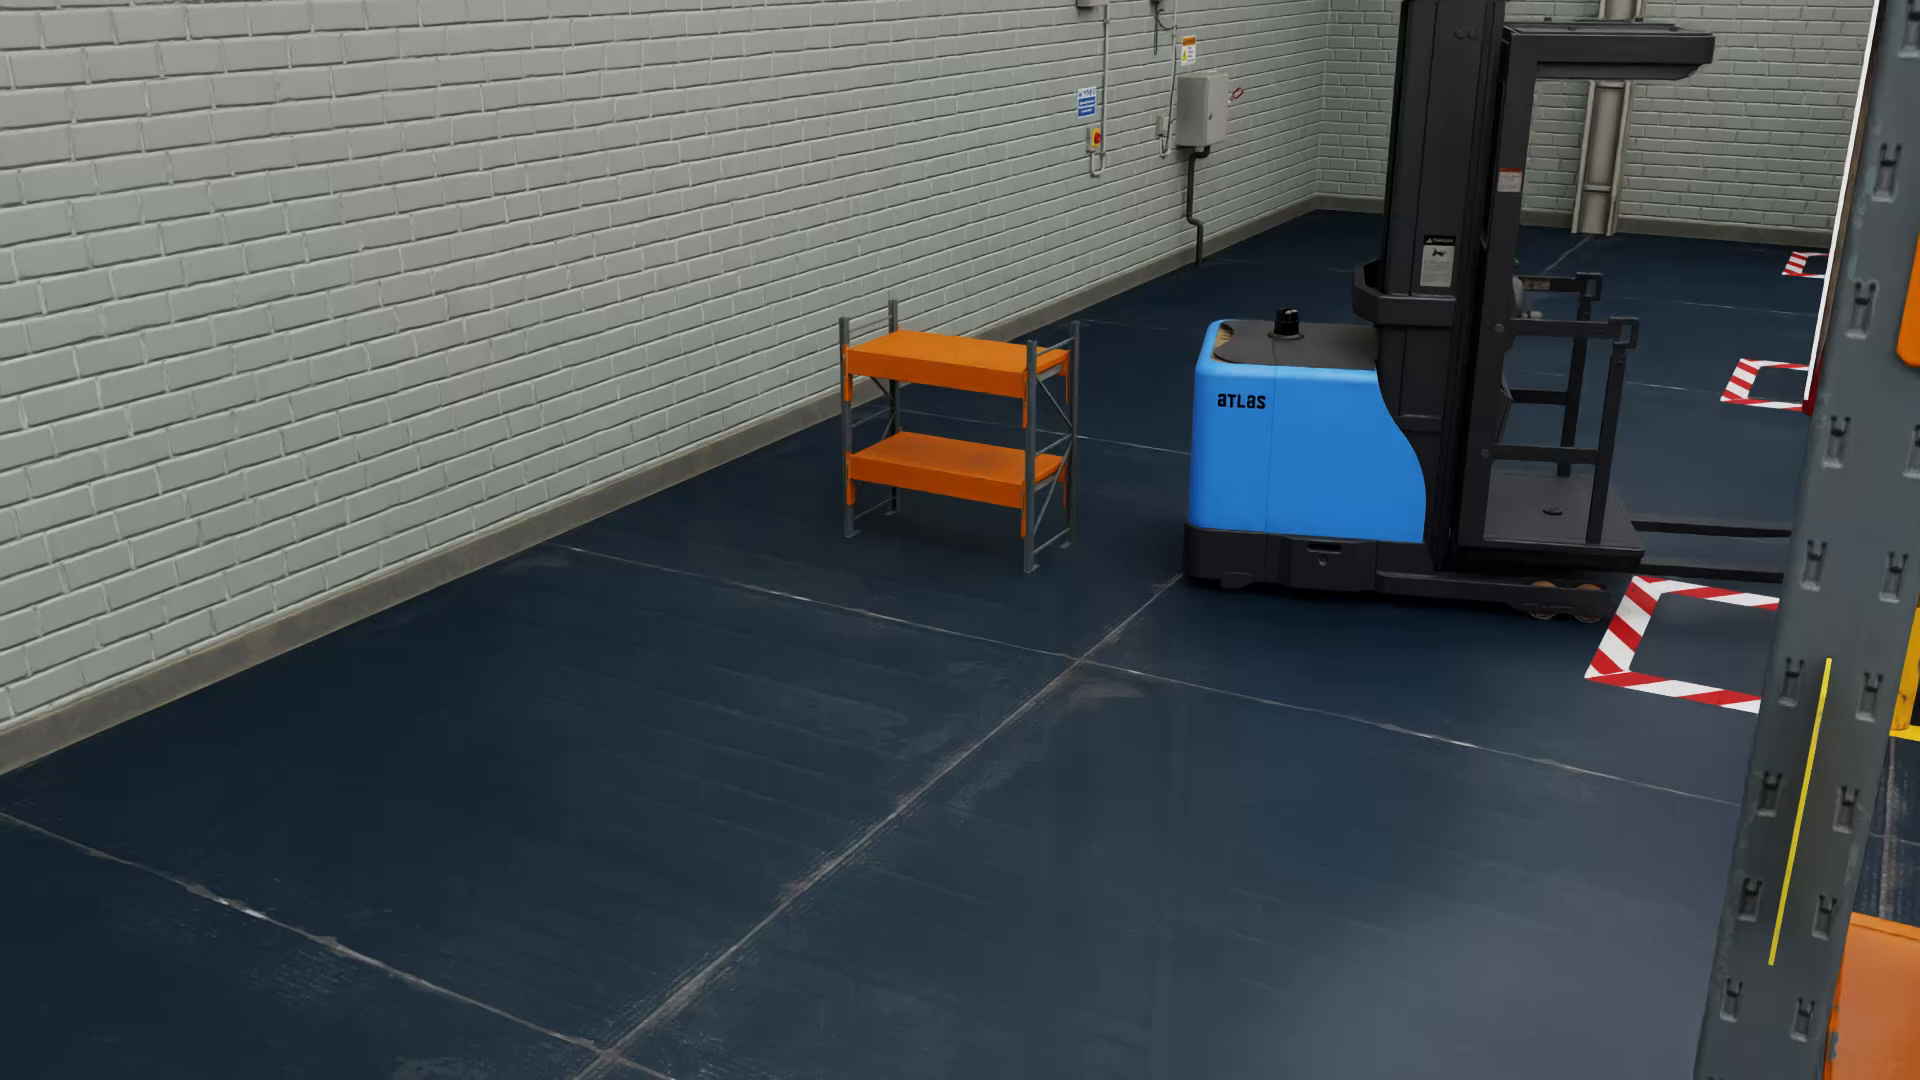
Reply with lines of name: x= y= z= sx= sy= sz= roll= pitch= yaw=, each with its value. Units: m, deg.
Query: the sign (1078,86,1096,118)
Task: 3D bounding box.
sign: x=0.994 y=-3.432 z=13.031 sx=0.001 sy=0.218 sz=0.327 roll=11 pitch=23 yaw=27

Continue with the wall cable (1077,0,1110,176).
wall cable: x=1.071 y=-3.801 z=12.910 sx=0.123 sy=1.953 sz=0.585 roll=11 pitch=23 yaw=27

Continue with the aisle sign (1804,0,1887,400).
aisle sign: x=0.963 y=-0.573 z=1.733 sx=0.004 sy=0.787 sz=0.394 roll=11 pitch=23 yaw=27

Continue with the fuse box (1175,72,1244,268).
fuse box: x=2.223 y=-3.304 z=14.965 sx=0.414 sy=1.711 sz=0.539 roll=11 pitch=23 yaw=27

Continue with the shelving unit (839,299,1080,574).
shelving unit: x=-0.006 y=-0.530 z=8.176 sx=1.048 sy=1.125 sz=0.538 roll=11 pitch=23 yaw=27

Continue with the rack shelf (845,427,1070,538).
rack shelf: x=-0.006 y=-0.300 z=8.260 sx=1.000 sy=0.278 sz=0.538 roll=11 pitch=23 yaw=27

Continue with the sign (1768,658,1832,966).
sign: x=0.897 y=0.292 z=1.775 sx=0.005 sy=0.325 sz=0.100 roll=11 pitch=23 yaw=27

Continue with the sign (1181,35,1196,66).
sign: x=2.015 y=-4.316 z=14.654 sx=0.001 sy=0.242 sz=0.339 roll=11 pitch=23 yaw=27

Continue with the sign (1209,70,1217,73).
sign: x=2.283 y=-4.047 z=15.262 sx=0.001 sy=0.494 sz=0.329 roll=11 pitch=23 yaw=27

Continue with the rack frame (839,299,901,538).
rack frame: x=-0.450 y=-0.614 z=8.409 sx=0.032 sy=1.125 sz=0.500 roll=11 pitch=23 yaw=27

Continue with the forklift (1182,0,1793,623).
forklift: x=2.610 y=-1.210 z=7.403 sx=3.031 sy=2.935 sz=1.130 roll=4 pitch=20 yaw=11

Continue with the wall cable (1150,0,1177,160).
wall cable: x=1.753 y=-4.211 z=14.084 sx=0.122 sy=1.984 sz=0.588 roll=11 pitch=23 yaw=27

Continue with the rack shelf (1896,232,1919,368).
rack shelf: x=2.918 y=-0.167 z=1.084 sx=4.000 sy=0.370 sz=1.077 roll=11 pitch=23 yaw=27

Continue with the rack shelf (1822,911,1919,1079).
rack shelf: x=2.918 y=1.243 z=1.595 sx=4.000 sy=0.370 sz=1.077 roll=11 pitch=23 yaw=27

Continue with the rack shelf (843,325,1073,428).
rack shelf: x=-0.006 y=-0.805 z=8.077 sx=1.000 sy=0.278 sz=0.538 roll=11 pitch=23 yaw=27

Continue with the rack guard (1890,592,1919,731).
rack guard: x=3.746 y=0.300 z=6.805 sx=0.348 sy=0.500 sz=1.175 roll=11 pitch=23 yaw=27

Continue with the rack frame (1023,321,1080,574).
rack frame: x=0.438 y=-0.445 z=7.943 sx=0.032 sy=1.125 sz=0.500 roll=11 pitch=23 yaw=27

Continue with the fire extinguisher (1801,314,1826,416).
fire extinguisher: x=3.685 y=-0.855 z=6.985 sx=0.183 sy=0.674 sz=0.296 roll=11 pitch=23 yaw=27

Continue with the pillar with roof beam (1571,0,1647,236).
pillar with roof beam: x=4.409 y=-6.112 z=12.018 sx=0.400 sy=9.000 sz=9.100 roll=11 pitch=23 yaw=27
